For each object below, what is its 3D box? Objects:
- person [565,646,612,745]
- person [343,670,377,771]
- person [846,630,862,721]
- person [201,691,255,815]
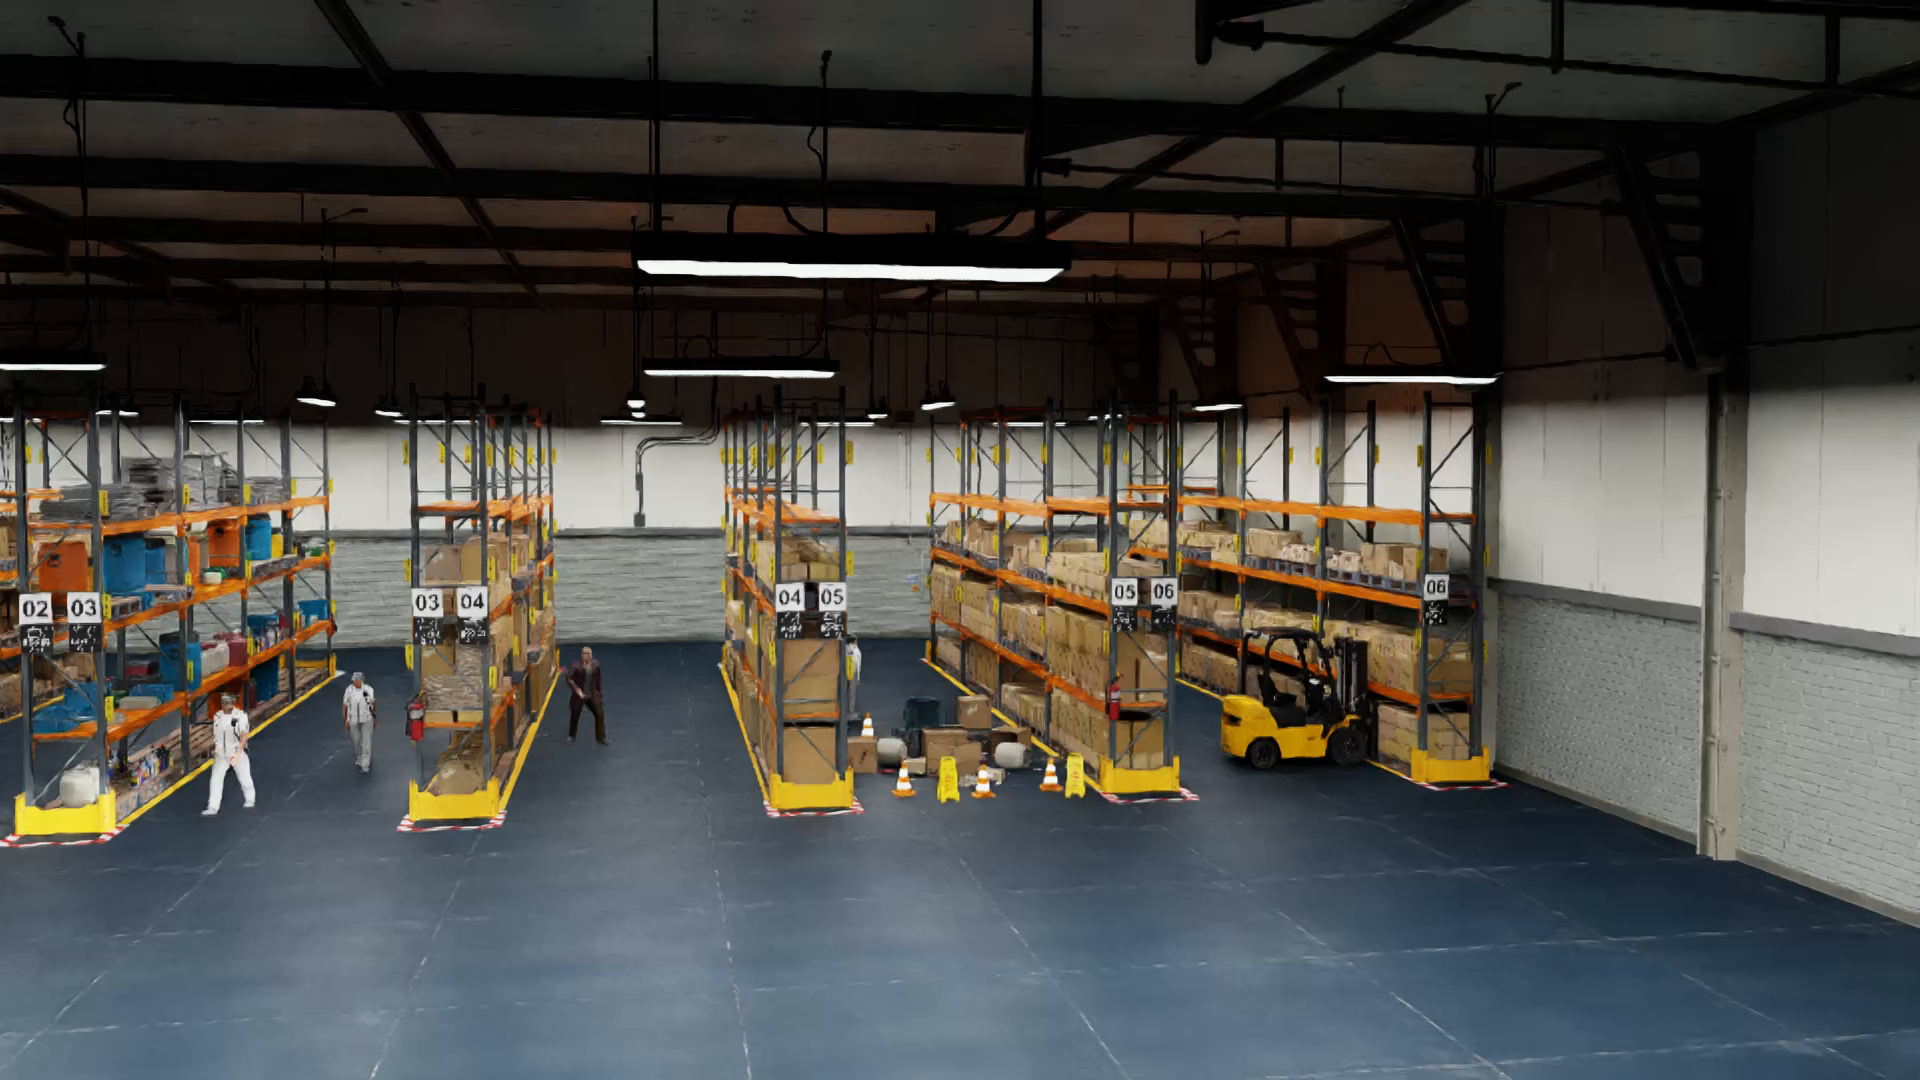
[{"bbox_3d":[-6.485,2.676,28.754,0.724,1.713,0.900,-1,3,-27],"label":"person"},{"bbox_3d":[-9.564,2.854,26.491,0.497,1.582,1.090,0,3,-9],"label":"person"},{"bbox_3d":[-2.020,2.554,31.471,0.431,1.684,0.555,-2,4,-37],"label":"person"},{"bbox_3d":[-10.201,2.953,23.255,0.533,1.707,1.031,0,3,-2],"label":"person"}]
